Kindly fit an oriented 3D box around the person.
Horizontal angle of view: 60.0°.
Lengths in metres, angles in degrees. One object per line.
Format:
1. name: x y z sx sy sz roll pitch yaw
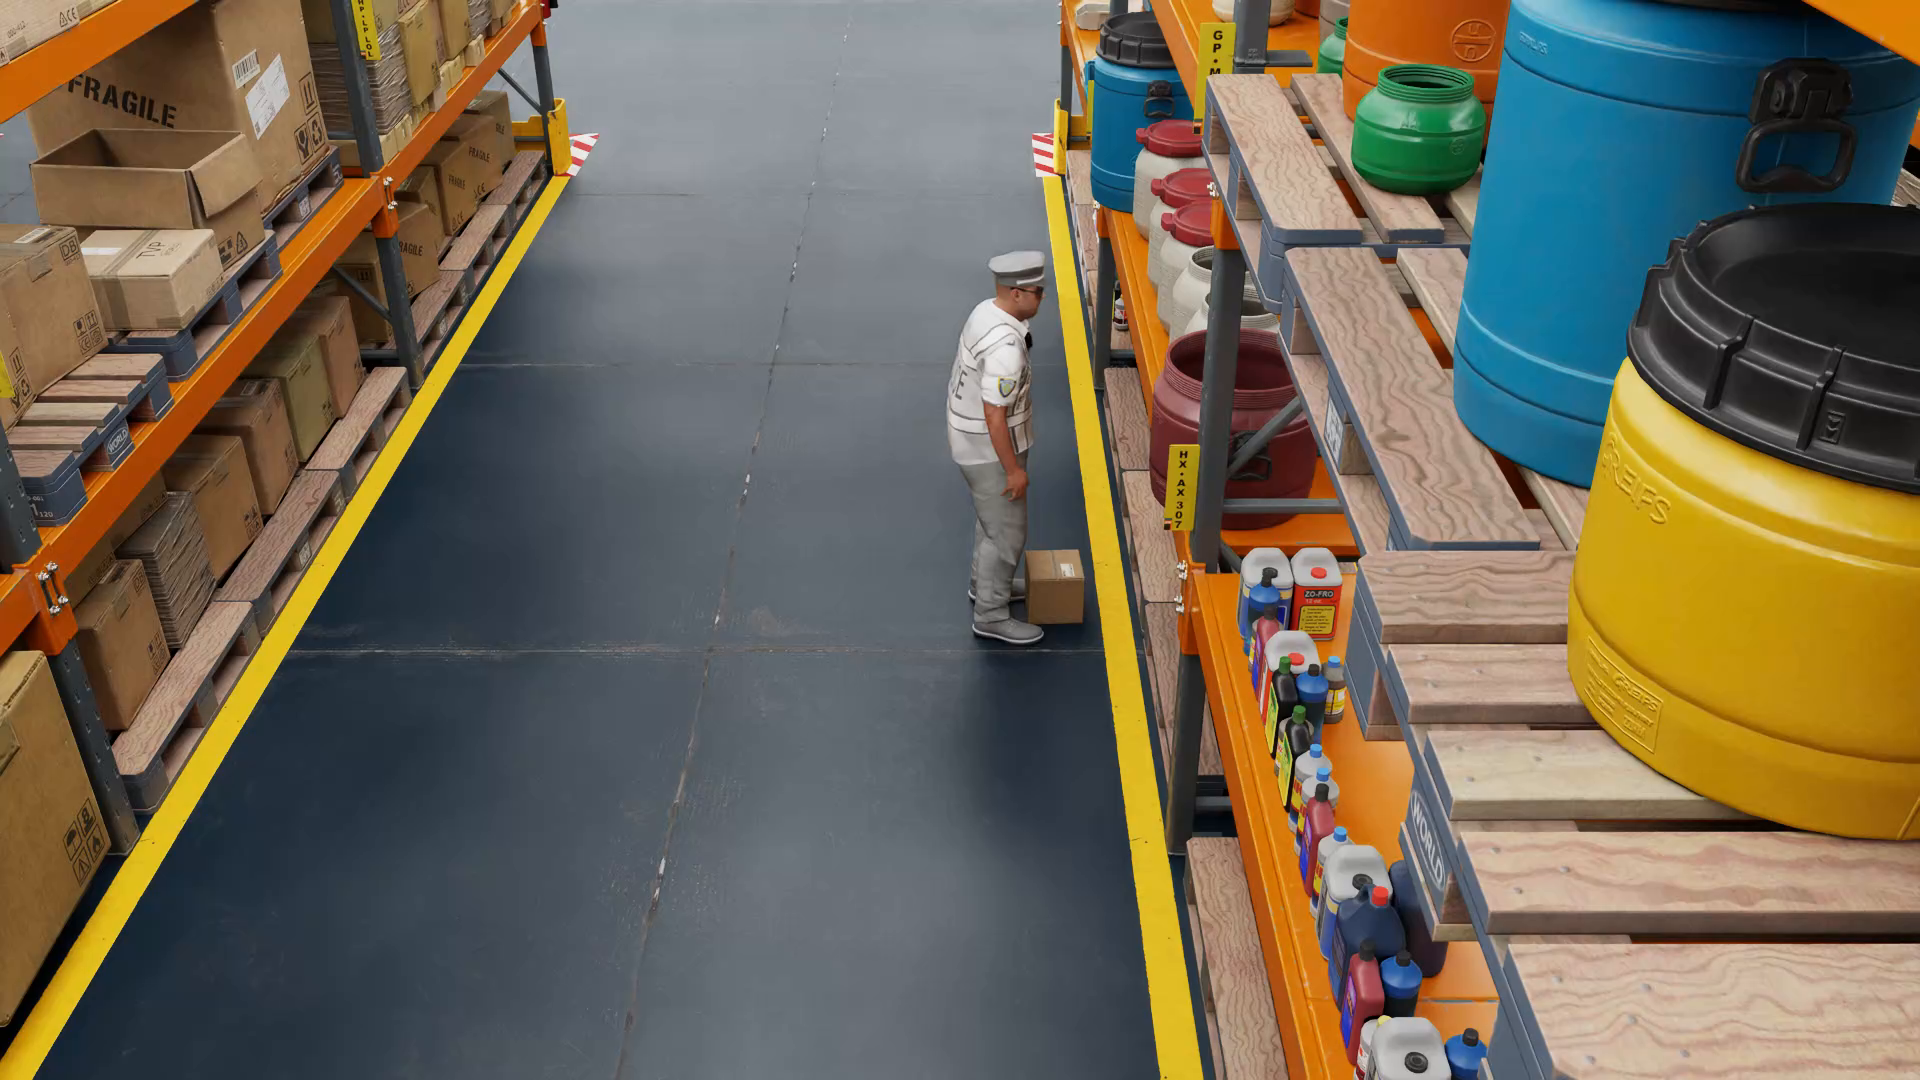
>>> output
1. person: 0.162 -0.419 7.314 0.430 1.749 0.599 -1 31 -2
